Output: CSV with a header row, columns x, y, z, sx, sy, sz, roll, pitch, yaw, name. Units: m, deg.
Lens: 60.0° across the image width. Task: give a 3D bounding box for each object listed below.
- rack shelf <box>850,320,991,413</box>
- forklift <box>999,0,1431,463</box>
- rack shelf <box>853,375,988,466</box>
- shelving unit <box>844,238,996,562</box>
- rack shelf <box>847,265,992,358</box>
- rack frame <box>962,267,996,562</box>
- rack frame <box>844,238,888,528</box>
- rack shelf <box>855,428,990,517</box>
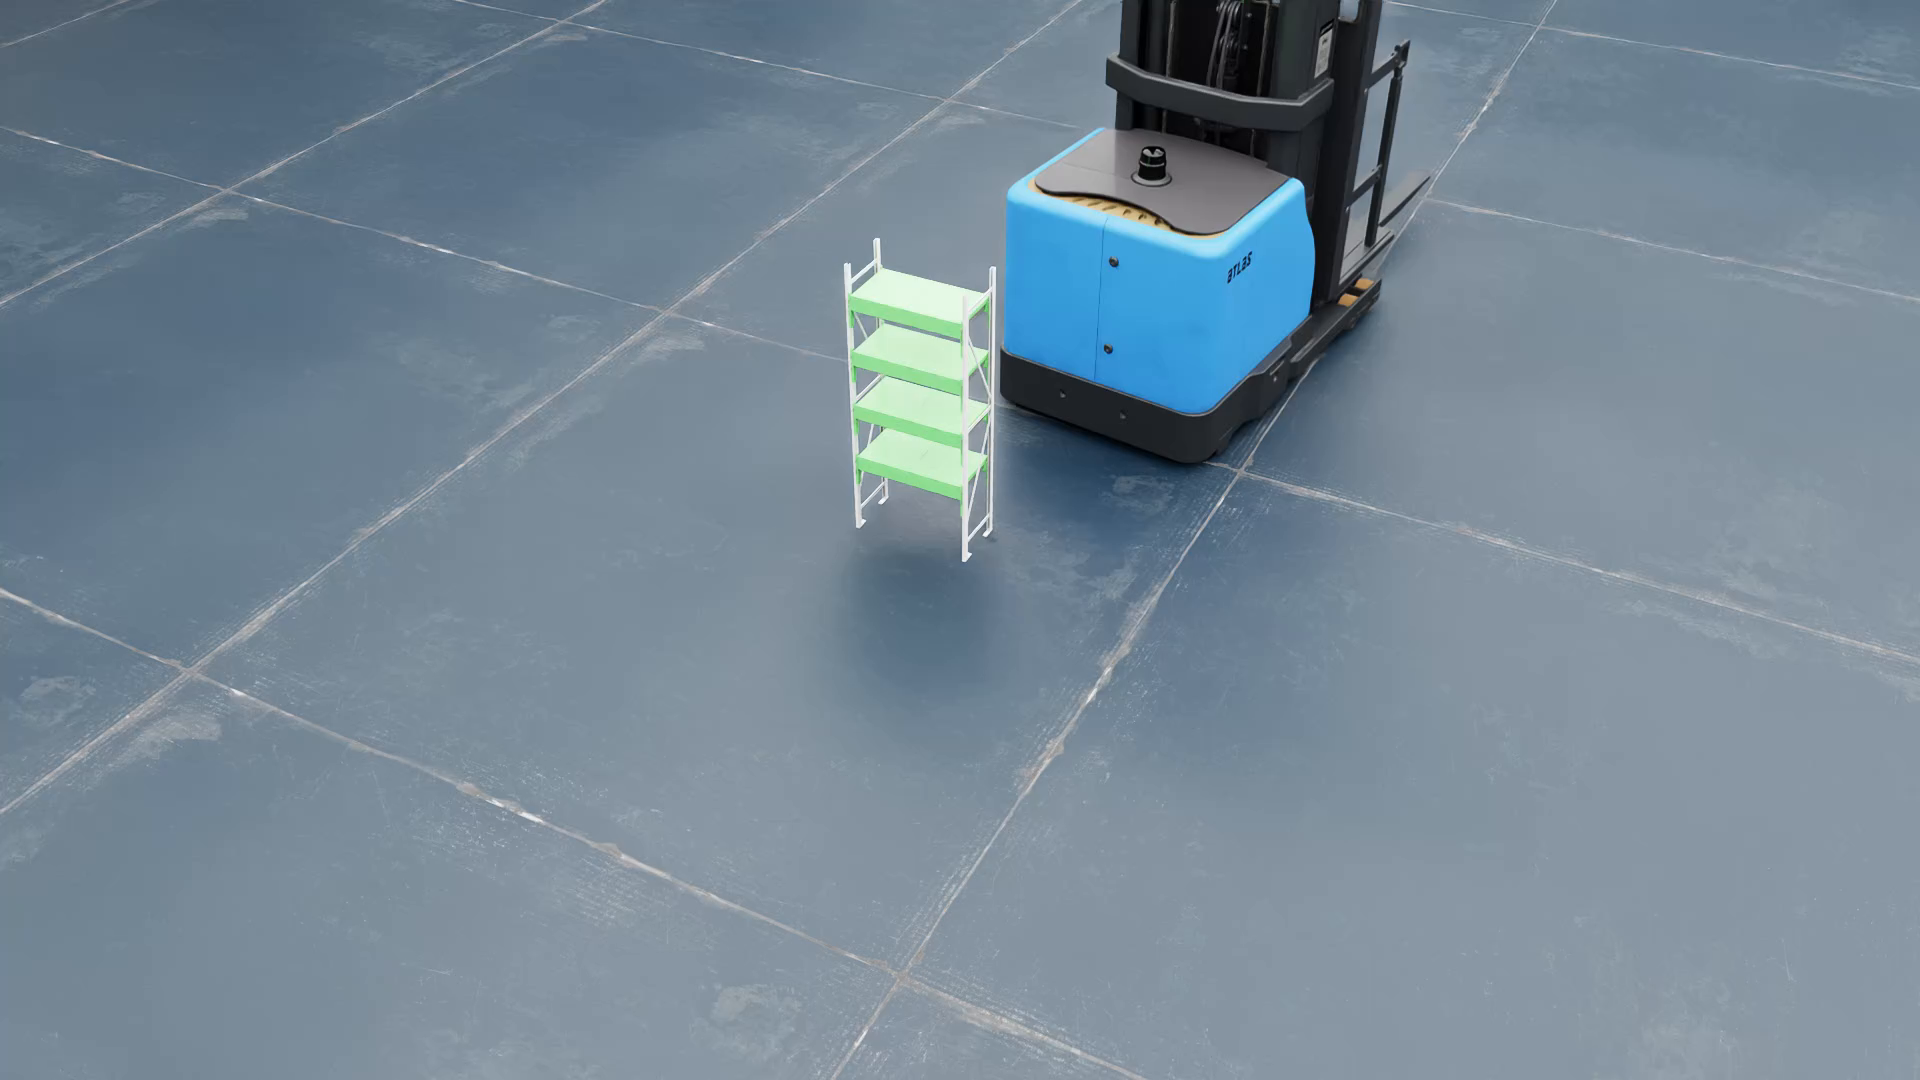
x,y,z,sx,sy,sz,roll,pitch,yaw,name
-0.147,-0.664,6.341,0.480,0.148,0.258,17,41,21,rack shelf
1.424,-2.346,7.417,1.130,2.935,3.031,22,43,27,forklift
-0.147,-0.473,6.487,0.480,0.148,0.258,17,41,21,rack shelf
-0.147,-0.524,6.448,0.503,1.200,0.258,17,41,21,shelving unit
-0.147,-0.855,6.196,0.480,0.148,0.258,17,41,21,rack shelf
0.070,-0.456,6.358,0.015,1.200,0.240,17,41,21,rack frame
-0.364,-0.592,6.537,0.015,1.200,0.240,17,41,21,rack frame
-0.147,-0.282,6.632,0.480,0.148,0.258,17,41,21,rack shelf
